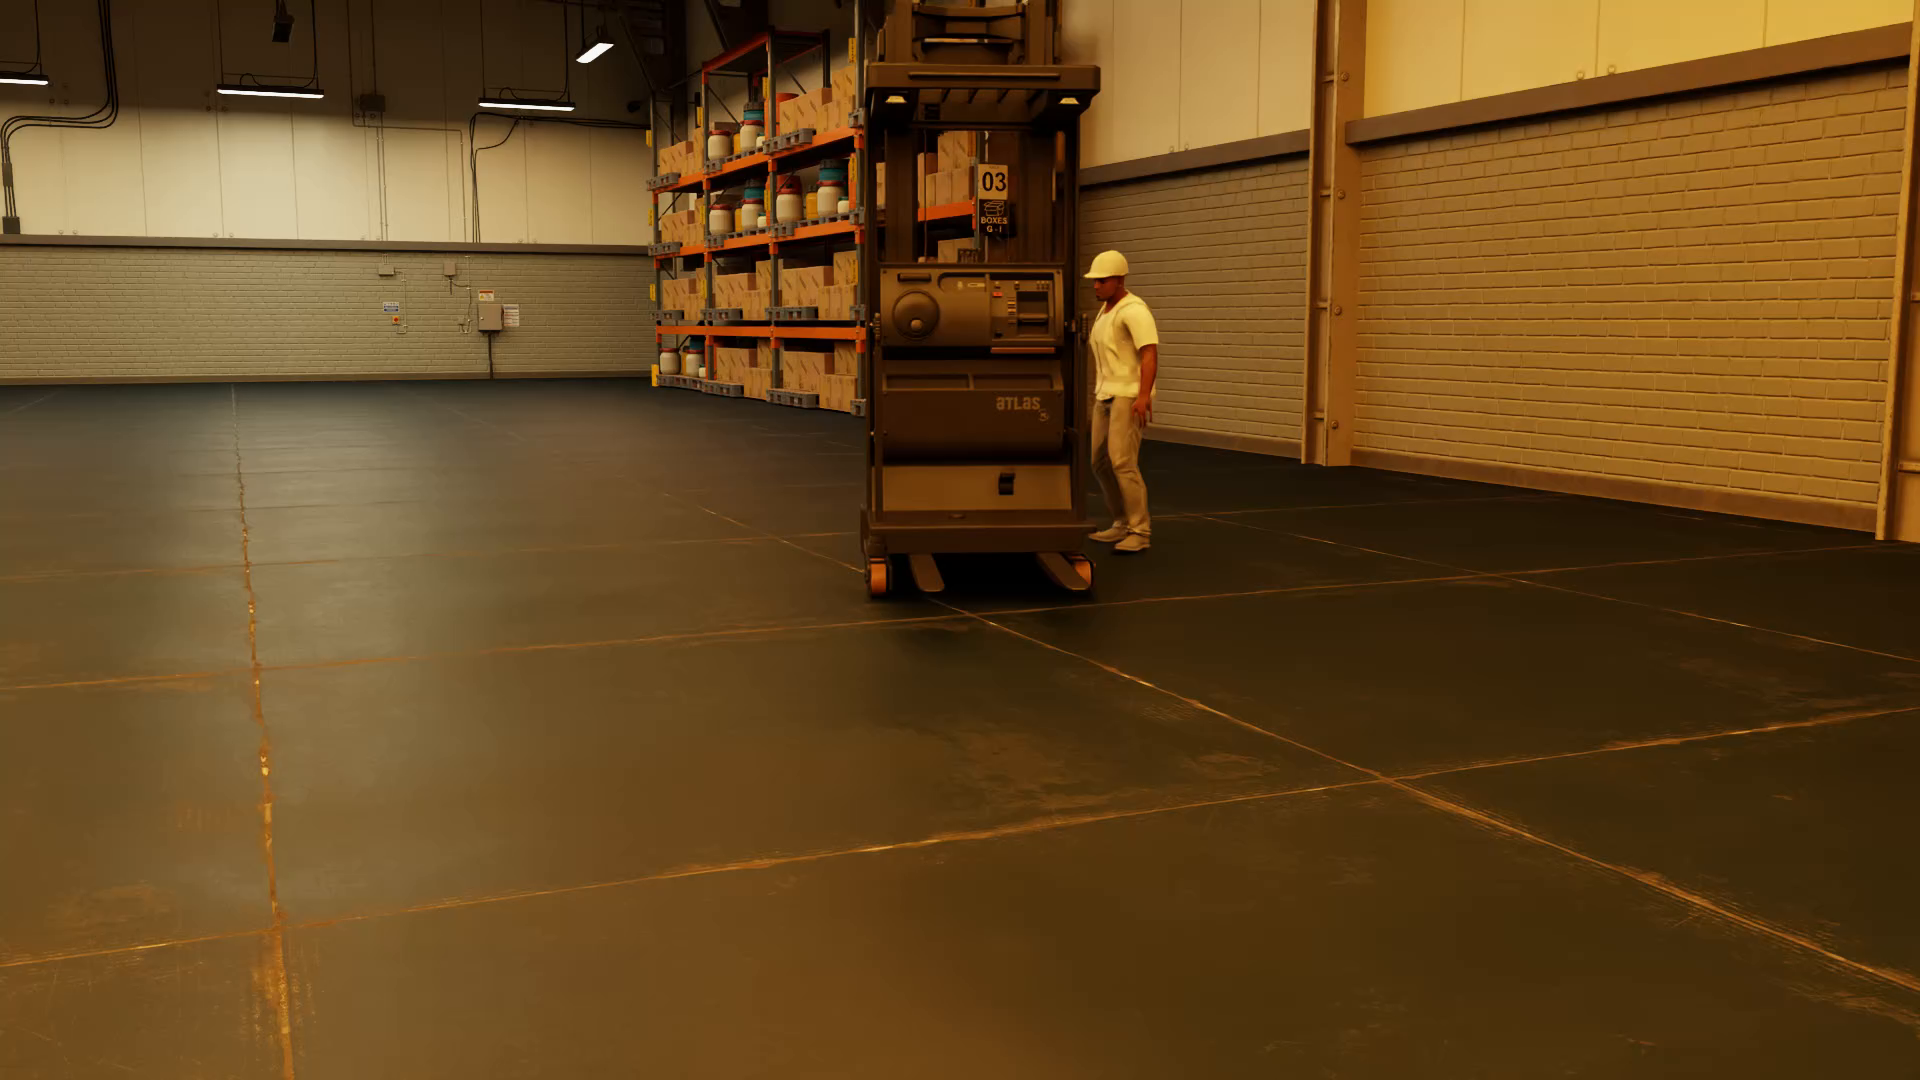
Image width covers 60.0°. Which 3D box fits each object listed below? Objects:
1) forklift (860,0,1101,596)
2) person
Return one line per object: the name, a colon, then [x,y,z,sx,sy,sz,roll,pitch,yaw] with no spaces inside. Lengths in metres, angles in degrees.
forklift: [0.080,-1.222,8.209,1.130,2.935,3.031,-1,8,-4]
person: [0.926,-0.835,9.849,0.431,1.735,0.850,-2,8,-18]
